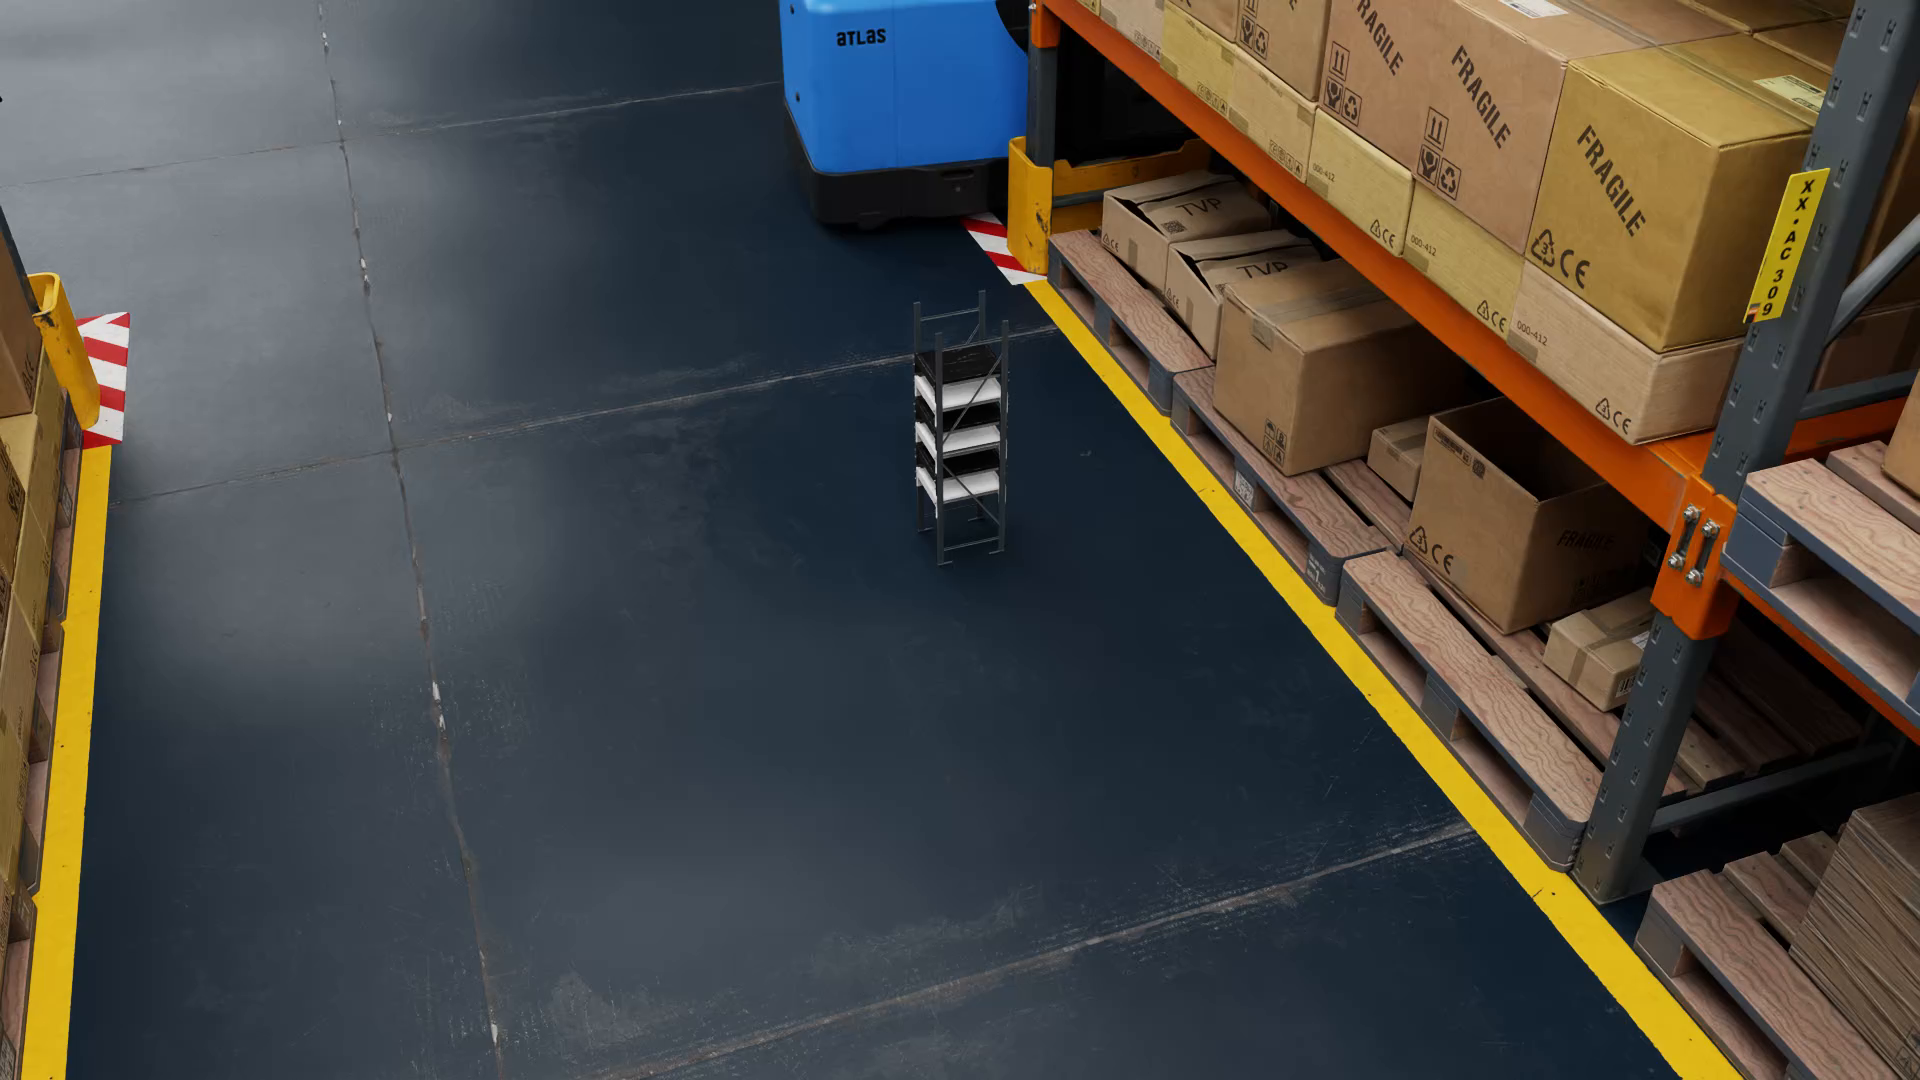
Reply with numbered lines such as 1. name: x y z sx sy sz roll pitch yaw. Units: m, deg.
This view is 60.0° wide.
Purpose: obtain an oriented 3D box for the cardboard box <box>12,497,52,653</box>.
1. cardboard box: -3.055 0.150 4.994 0.500 0.250 0.500 -12 39 -16

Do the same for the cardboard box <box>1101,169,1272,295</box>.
1. cardboard box: 0.929 -1.304 6.857 0.500 0.311 0.500 -17 40 -21

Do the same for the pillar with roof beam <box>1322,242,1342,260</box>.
1. pillar with roof beam: -2.213 -3.900 3.449 9.100 9.000 0.400 -12 39 -16

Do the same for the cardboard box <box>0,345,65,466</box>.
1. cardboard box: -3.412 -0.412 5.740 0.500 0.250 0.500 -12 39 -16

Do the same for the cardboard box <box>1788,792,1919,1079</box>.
1. cardboard box: 2.421 0.883 3.797 0.700 0.500 0.500 -11 38 -14

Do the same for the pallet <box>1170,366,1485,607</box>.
1. pallet: 1.464 -0.301 5.974 1.003 0.211 1.213 -12 39 -16

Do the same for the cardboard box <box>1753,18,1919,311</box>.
1. cardboard box: 2.186 -0.909 3.948 0.500 0.500 0.500 -13 39 -17

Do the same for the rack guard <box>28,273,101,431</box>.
1. rack guard: -3.883 -0.599 6.130 1.175 0.500 0.348 -12 39 -16

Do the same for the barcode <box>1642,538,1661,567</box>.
1. barcode: 2.141 0.040 5.148 0.001 0.075 0.075 -12 39 -16

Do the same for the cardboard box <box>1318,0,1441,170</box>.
1. cardboard box: 1.359 -1.370 4.561 0.500 0.500 0.500 -14 39 -17

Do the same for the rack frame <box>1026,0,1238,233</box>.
1. rack frame: 0.776 -2.612 6.724 1.000 3.000 0.127 -12 39 -16

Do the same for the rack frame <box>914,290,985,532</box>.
1. rack frame: -0.032 -0.412 5.549 0.240 0.900 0.006 -12 39 -16

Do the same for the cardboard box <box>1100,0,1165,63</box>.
1. cardboard box: 0.837 -1.928 5.925 0.500 0.250 0.500 -14 39 -17

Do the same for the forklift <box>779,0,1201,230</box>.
1. forklift: 0.710 -3.049 7.362 3.031 2.935 1.130 -8 38 -11

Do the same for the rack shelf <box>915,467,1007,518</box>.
1. rack shelf: 0.003 -0.184 5.602 0.258 0.077 0.200 -12 39 -16

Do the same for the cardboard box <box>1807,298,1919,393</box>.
1. cardboard box: 2.192 -0.610 4.175 0.500 0.250 0.500 -12 39 -15

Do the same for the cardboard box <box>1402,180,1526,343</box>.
1. cardboard box: 1.541 -0.788 4.411 0.500 0.250 0.500 -12 39 -16

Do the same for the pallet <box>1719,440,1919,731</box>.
1. pallet: 2.278 0.186 3.169 1.003 0.211 1.213 -12 39 -16

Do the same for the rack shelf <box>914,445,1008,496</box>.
1. rack shelf: 0.003 -0.256 5.547 0.258 0.077 0.200 -12 39 -16

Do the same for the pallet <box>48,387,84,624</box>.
1. pallet: -3.572 -0.047 5.637 1.003 0.211 1.213 -12 39 -16

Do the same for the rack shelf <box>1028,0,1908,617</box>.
1. rack shelf: 1.464 -1.195 5.441 1.077 0.370 4.000 -12 39 -16

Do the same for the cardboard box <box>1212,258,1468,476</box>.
1. cardboard box: 1.331 -0.633 5.809 0.700 0.500 0.500 -15 39 -19

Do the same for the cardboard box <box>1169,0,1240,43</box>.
1. cardboard box: 0.990 -1.953 5.335 0.500 0.500 0.500 -14 39 -17

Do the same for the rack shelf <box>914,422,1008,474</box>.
1. rack shelf: 0.003 -0.328 5.493 0.258 0.077 0.200 -12 39 -16

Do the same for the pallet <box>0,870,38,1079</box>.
1. pallet: -2.732 1.331 3.807 1.003 0.211 1.213 -12 39 -16

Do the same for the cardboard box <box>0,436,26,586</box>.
1. cardboard box: -3.052 -0.150 4.769 0.500 0.500 0.500 -12 39 -16

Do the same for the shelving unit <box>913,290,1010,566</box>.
1. shelving unit: 0.003 -0.355 5.473 0.258 0.900 0.210 -12 39 -16

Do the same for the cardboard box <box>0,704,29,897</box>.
1. cardboard box: -2.707 0.714 4.245 0.500 0.250 0.500 -12 39 -16

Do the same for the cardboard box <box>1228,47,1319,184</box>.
1. cardboard box: 1.179 -1.353 5.161 0.500 0.250 0.500 -12 39 -16

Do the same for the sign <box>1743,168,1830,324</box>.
1. sign: 1.645 -0.581 3.309 0.100 0.325 0.005 -12 39 -16

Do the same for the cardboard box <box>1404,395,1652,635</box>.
1. cardboard box: 1.757 -0.107 5.112 0.500 0.500 0.500 -15 40 -19

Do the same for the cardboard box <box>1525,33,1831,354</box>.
1. cardboard box: 1.699 -0.803 3.807 0.500 0.500 0.500 -13 39 -16
